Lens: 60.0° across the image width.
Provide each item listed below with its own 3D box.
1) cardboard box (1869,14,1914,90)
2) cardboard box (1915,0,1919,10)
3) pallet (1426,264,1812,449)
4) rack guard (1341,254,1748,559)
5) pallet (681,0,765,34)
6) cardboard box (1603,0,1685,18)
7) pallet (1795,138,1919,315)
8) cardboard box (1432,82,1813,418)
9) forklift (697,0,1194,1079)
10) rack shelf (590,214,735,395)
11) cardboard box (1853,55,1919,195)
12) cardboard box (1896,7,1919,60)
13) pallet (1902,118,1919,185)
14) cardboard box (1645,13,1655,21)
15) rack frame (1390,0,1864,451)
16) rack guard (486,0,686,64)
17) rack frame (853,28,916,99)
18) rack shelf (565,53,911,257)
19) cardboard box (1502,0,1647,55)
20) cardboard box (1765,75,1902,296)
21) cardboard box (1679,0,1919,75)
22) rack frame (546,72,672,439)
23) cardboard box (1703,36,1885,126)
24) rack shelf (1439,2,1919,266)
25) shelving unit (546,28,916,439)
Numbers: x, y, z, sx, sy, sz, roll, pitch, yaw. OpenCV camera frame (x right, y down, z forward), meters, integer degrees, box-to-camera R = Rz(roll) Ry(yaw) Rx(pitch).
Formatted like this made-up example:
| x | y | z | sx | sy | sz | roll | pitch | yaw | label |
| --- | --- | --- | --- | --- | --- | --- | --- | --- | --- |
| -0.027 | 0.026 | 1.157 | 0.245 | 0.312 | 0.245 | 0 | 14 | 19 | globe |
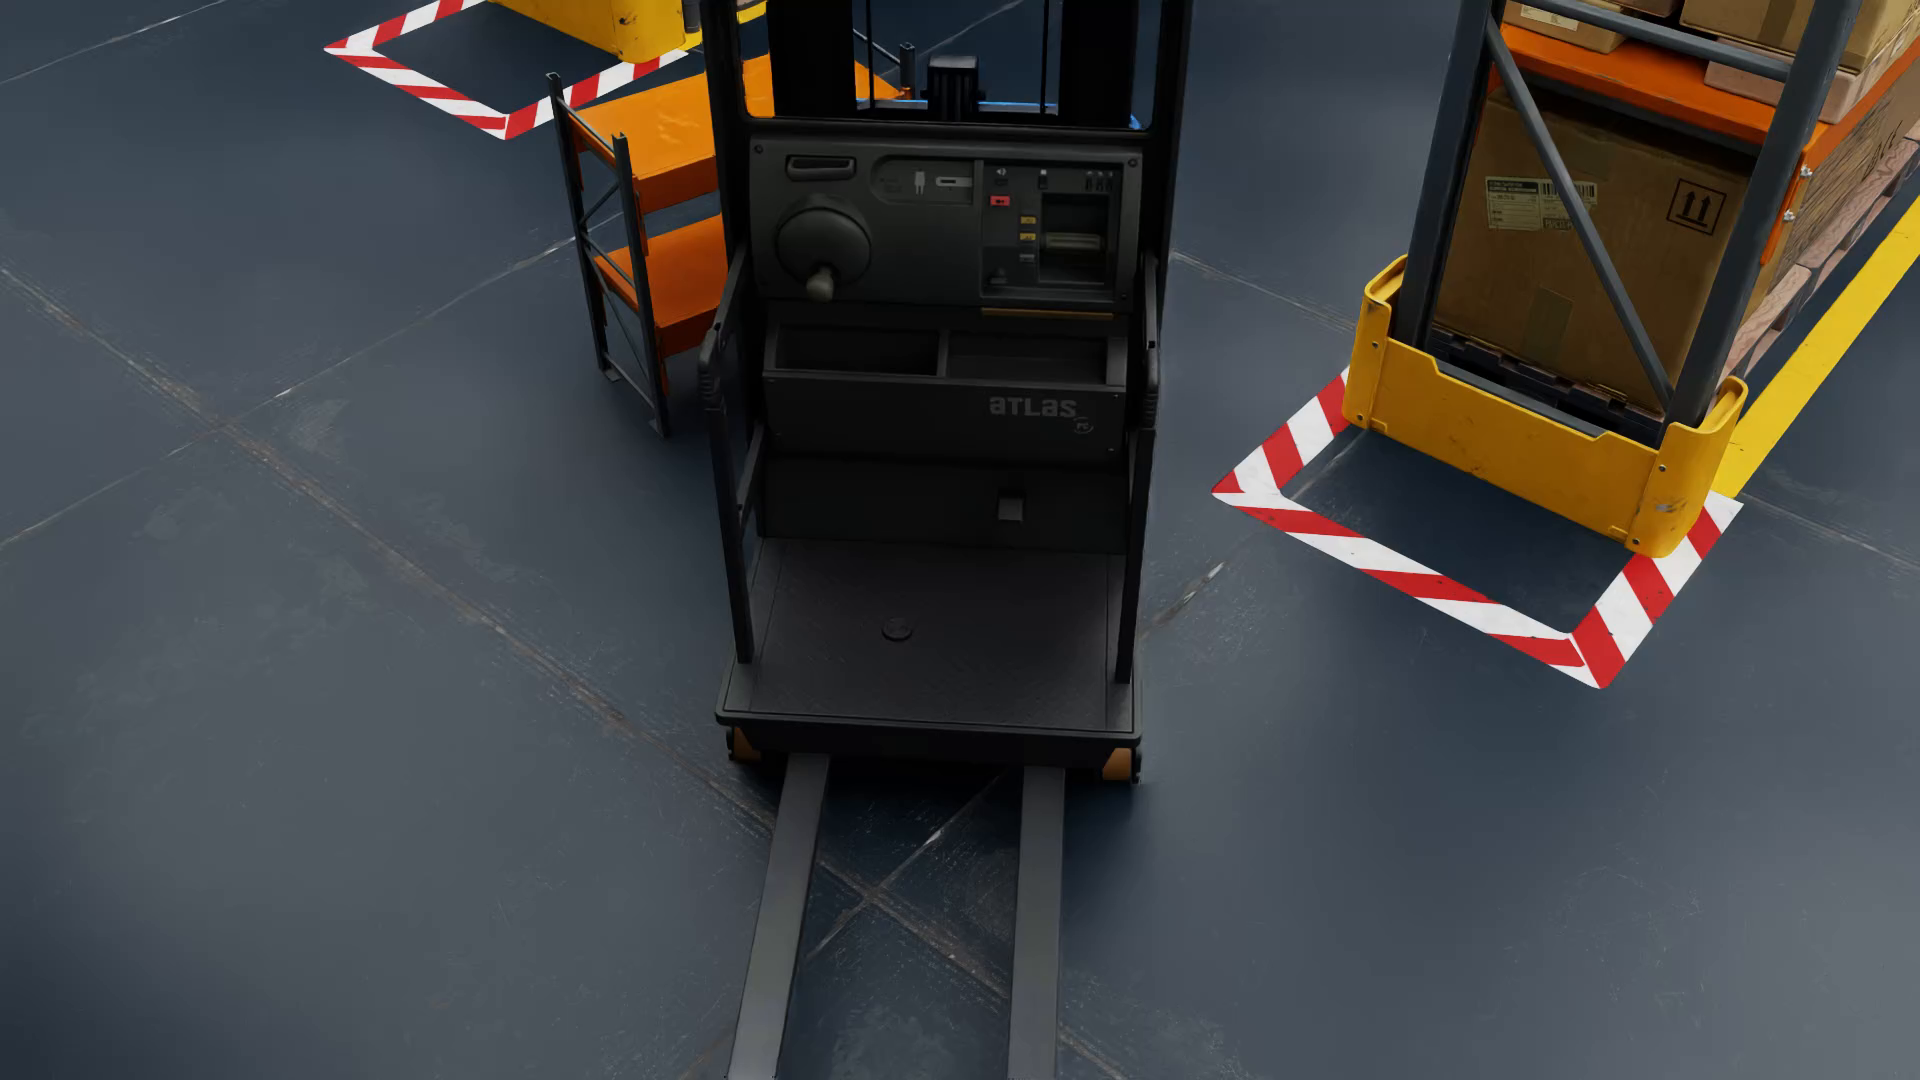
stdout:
| x | y | z | sx | sy | sz | roll | pitch | yaw | label |
| --- | --- | --- | --- | --- | --- | --- | --- | --- | --- |
| 2.505 | -1.467 | 4.821 | 0.380 | 0.149 | 0.250 | 29 | 50 | 28 | cardboard box |
| 2.705 | -1.843 | 4.937 | 0.500 | 0.250 | 0.500 | 29 | 50 | 28 | cardboard box |
| 2.315 | -0.801 | 5.974 | 1.003 | 0.211 | 1.213 | 29 | 50 | 28 | pallet |
| 1.845 | -0.450 | 5.373 | 1.175 | 0.500 | 0.348 | 29 | 50 | 28 | rack guard |
| -1.272 | -2.997 | 8.389 | 1.003 | 0.211 | 1.213 | 29 | 50 | 28 | pallet |
| 1.969 | -1.806 | 4.897 | 0.500 | 0.250 | 0.500 | 29 | 50 | 28 | cardboard box |
| 3.100 | -1.427 | 6.662 | 1.003 | 0.211 | 1.213 | 29 | 50 | 28 | pallet |
| 2.211 | -1.121 | 5.520 | 0.875 | 0.875 | 0.875 | 29 | 50 | 28 | cardboard box |
| -0.051 | -0.666 | 3.804 | 1.130 | 2.935 | 3.031 | 3 | 42 | 3 | forklift |
| -0.716 | -0.915 | 5.784 | 1.000 | 0.278 | 0.538 | -25 | 48 | -25 | rack shelf |
| 3.369 | -2.048 | 6.540 | 0.875 | 0.875 | 0.875 | 29 | 50 | 28 | cardboard box |
| 2.670 | -1.599 | 4.966 | 0.380 | 0.149 | 0.250 | 28 | 49 | 28 | cardboard box |
| 3.885 | -2.058 | 7.356 | 1.003 | 0.211 | 1.213 | 29 | 50 | 28 | pallet |
| 2.003 | -1.755 | 5.137 | 0.380 | 0.149 | 0.250 | 30 | 50 | 29 | cardboard box |
| 1.860 | -1.387 | 4.546 | 1.000 | 3.000 | 0.127 | 29 | 50 | 28 | rack frame |
| -1.822 | -2.701 | 7.849 | 1.175 | 0.500 | 0.348 | 29 | 50 | 28 | rack guard |
| -0.300 | -1.292 | 5.835 | 0.032 | 1.125 | 0.500 | -25 | 48 | -25 | rack frame |
| -0.716 | -1.312 | 5.422 | 1.000 | 0.278 | 0.538 | -25 | 48 | -25 | rack shelf |
| 1.837 | -1.620 | 4.989 | 0.380 | 0.149 | 0.250 | 30 | 50 | 29 | cardboard box |
| 2.796 | -1.589 | 6.036 | 0.875 | 0.875 | 0.875 | 29 | 50 | 28 | cardboard box |
| 2.376 | -1.572 | 4.640 | 0.500 | 0.250 | 0.500 | 28 | 49 | 27 | cardboard box |
| -1.132 | -0.900 | 5.403 | 0.032 | 1.125 | 0.500 | -25 | 48 | -25 | rack frame |
| 2.341 | -1.334 | 4.675 | 0.380 | 0.149 | 0.250 | 30 | 50 | 29 | cardboard box |
| 3.147 | -2.151 | 5.921 | 1.077 | 0.370 | 4.000 | 29 | 50 | 28 | rack shelf |
| -0.716 | -1.096 | 5.619 | 1.048 | 1.125 | 0.538 | -25 | 48 | -25 | shelving unit |
